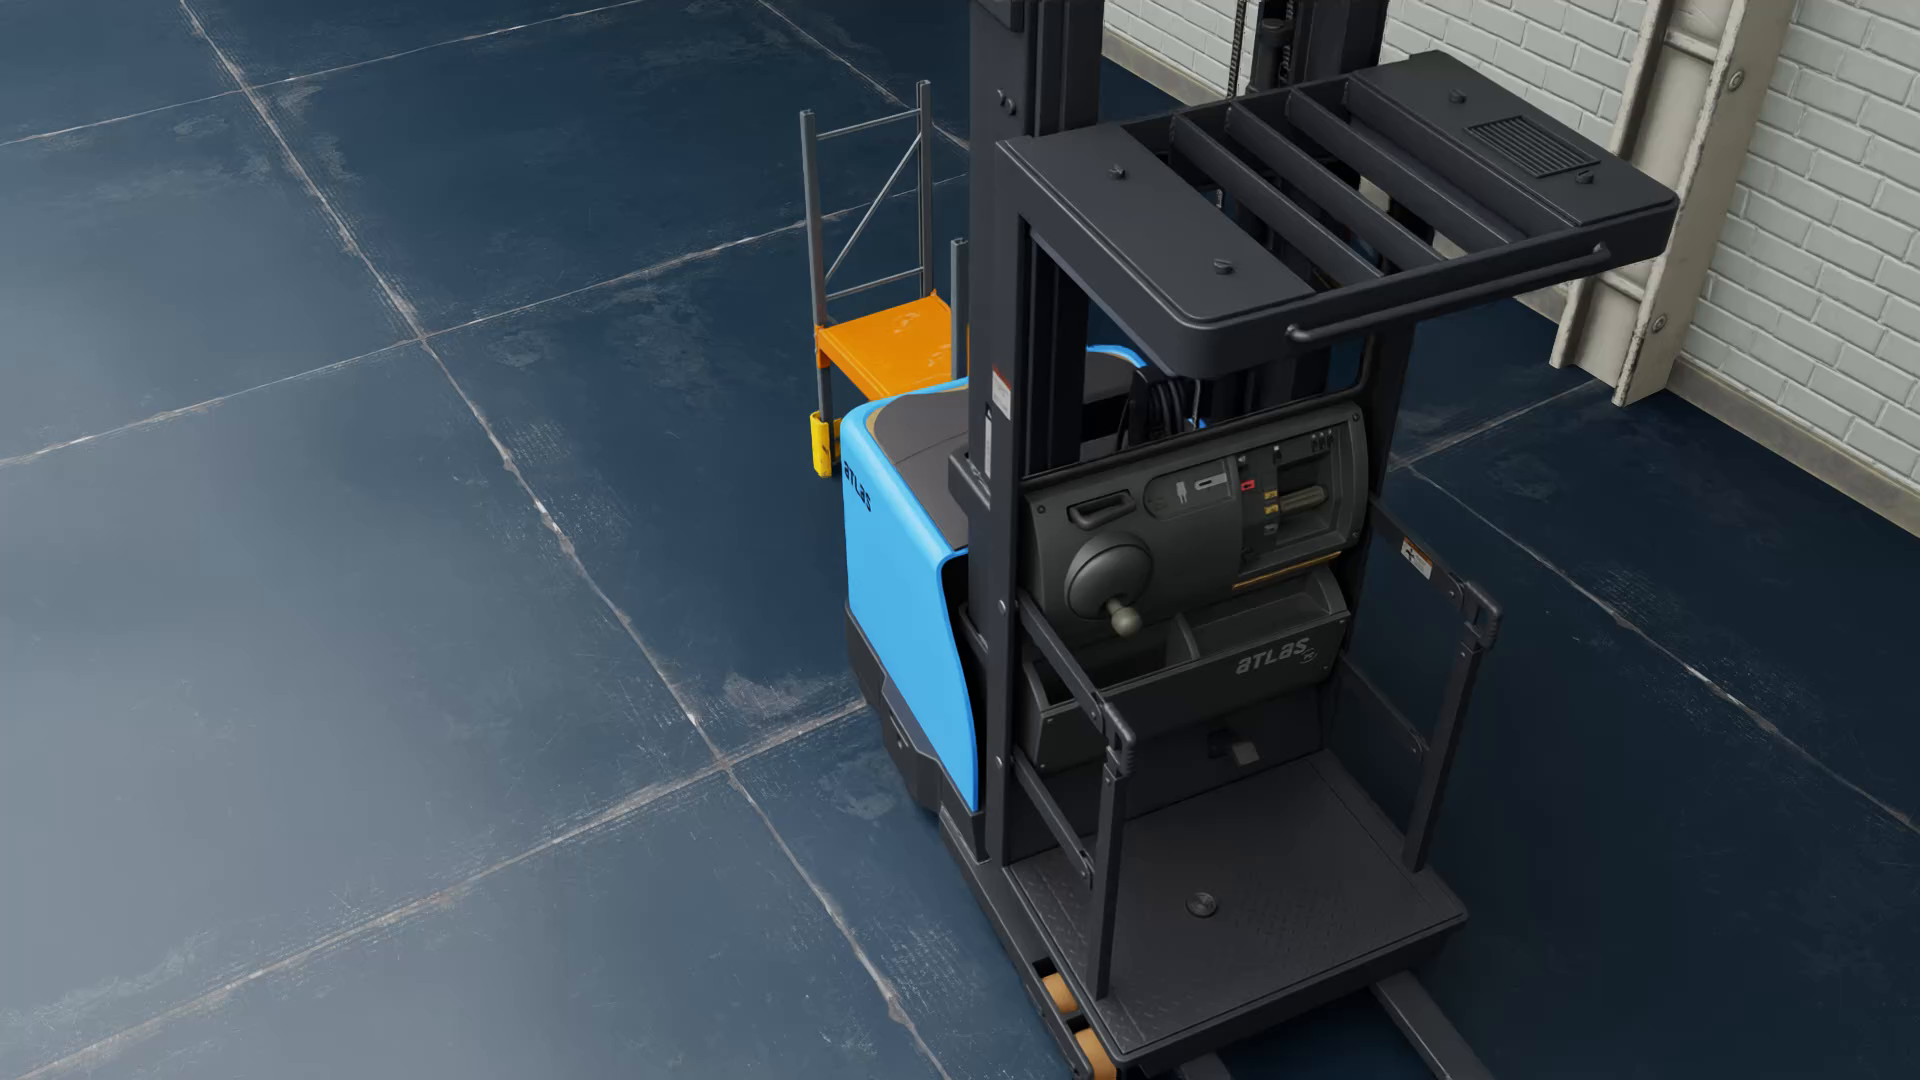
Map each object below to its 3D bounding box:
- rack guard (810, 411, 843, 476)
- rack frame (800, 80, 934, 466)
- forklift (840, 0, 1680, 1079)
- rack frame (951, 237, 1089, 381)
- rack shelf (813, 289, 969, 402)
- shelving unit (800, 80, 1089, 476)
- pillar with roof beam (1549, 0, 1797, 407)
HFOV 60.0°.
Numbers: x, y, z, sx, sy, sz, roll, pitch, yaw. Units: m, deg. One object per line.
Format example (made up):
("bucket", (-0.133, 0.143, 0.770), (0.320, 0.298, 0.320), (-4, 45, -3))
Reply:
("rack guard", (-0.313, -0.463, 6.610), (0.587, 0.250, 0.087), (-21, 44, -23))
("rack frame", (-0.323, -0.954, 6.223), (0.500, 1.500, 0.032), (-21, 44, -23))
("forklift", (0.690, 0.029, 3.926), (1.130, 2.935, 3.031), (-16, 43, -19))
("rack frame", (0.195, -0.394, 5.551), (0.500, 1.500, 0.032), (-21, 44, -23))
("rack shelf", (-0.064, -0.536, 6.002), (0.538, 0.185, 1.000), (-21, 44, -23))
("shelving unit", (-0.059, -0.669, 5.881), (0.587, 1.500, 1.083), (-21, 44, -23))
("pillar with roof beam", (-0.859, -2.685, 2.443), (9.100, 9.000, 0.400), (-22, 45, -24))
